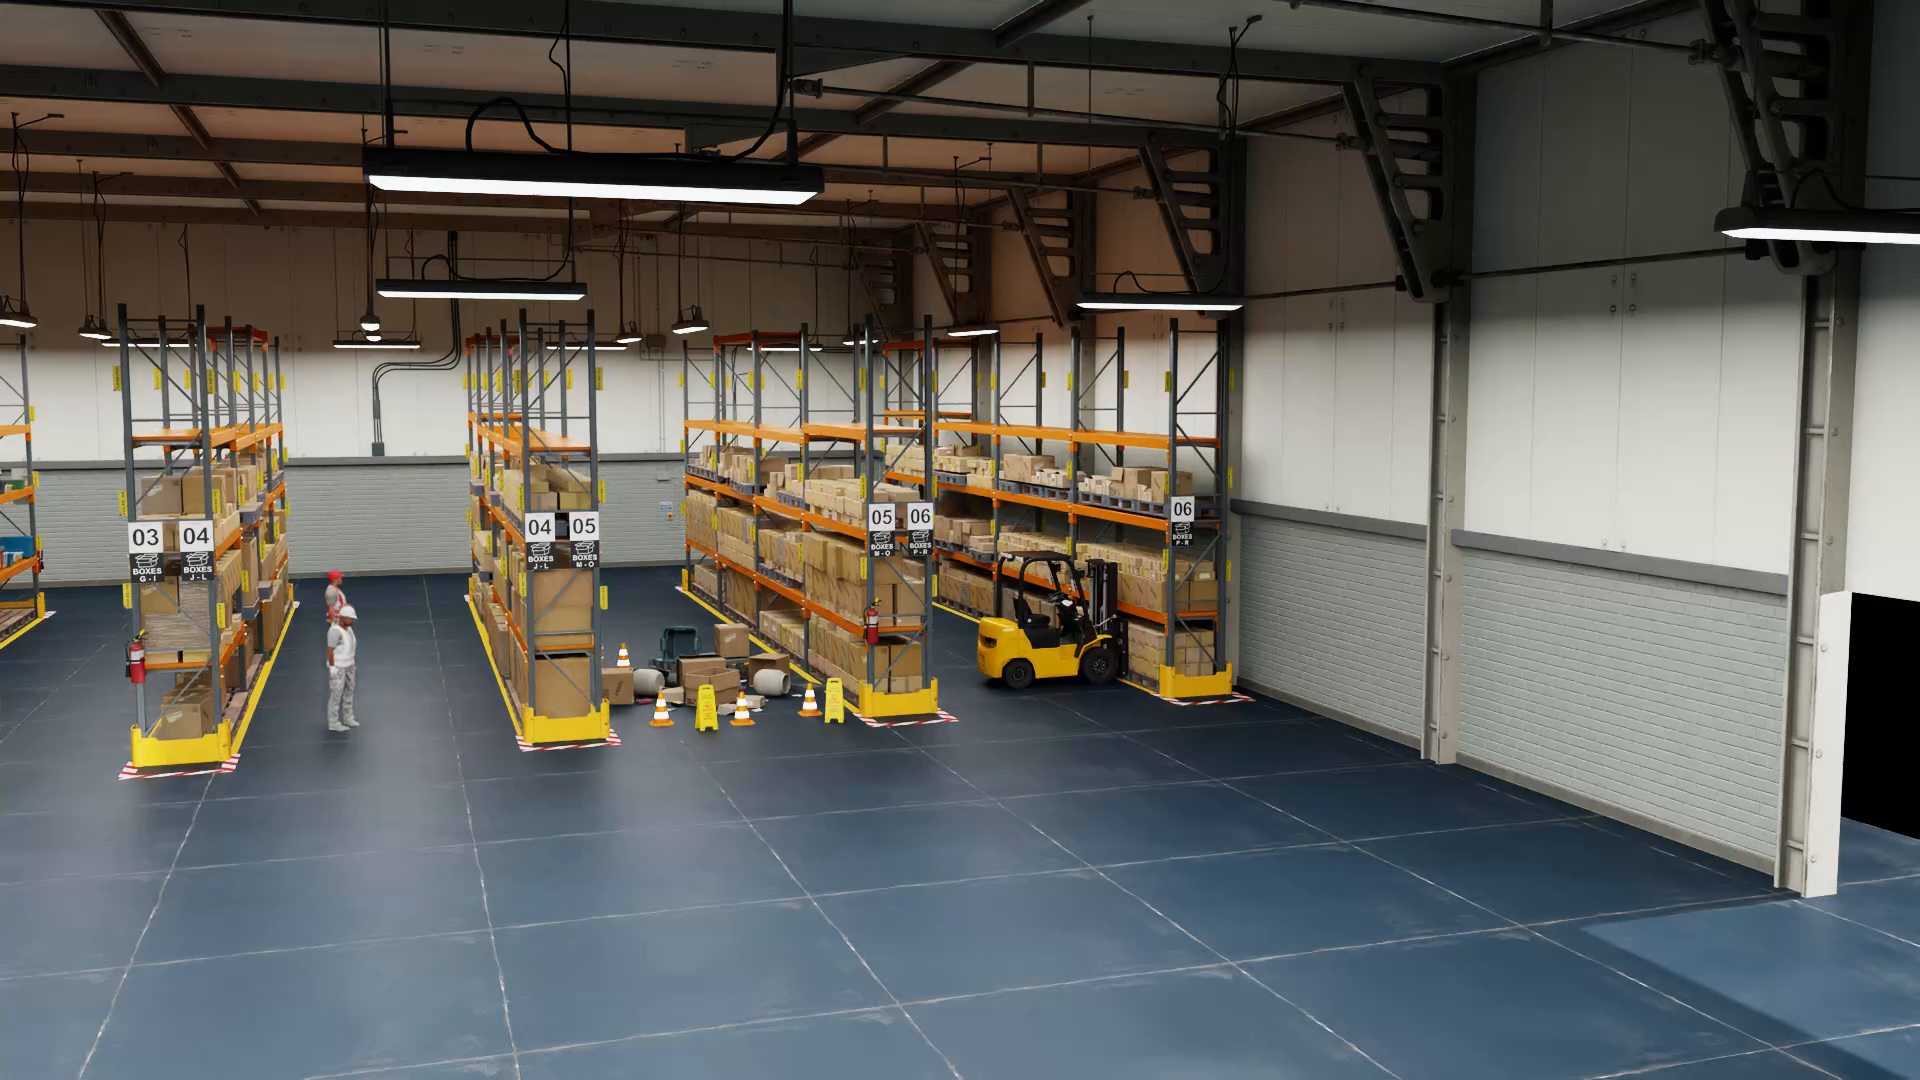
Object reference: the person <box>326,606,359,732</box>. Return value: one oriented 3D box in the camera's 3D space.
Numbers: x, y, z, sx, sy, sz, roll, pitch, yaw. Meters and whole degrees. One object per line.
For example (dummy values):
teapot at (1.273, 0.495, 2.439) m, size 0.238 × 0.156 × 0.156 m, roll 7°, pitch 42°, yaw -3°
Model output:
person at (-8.923, 1.841, 24.093) m, size 0.447 × 1.778 × 0.633 m, roll 1°, pitch 5°, yaw 7°

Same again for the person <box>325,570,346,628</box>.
person at (-10.684, 1.422, 28.602) m, size 0.444 × 1.825 × 0.612 m, roll 0°, pitch 5°, yaw 3°
